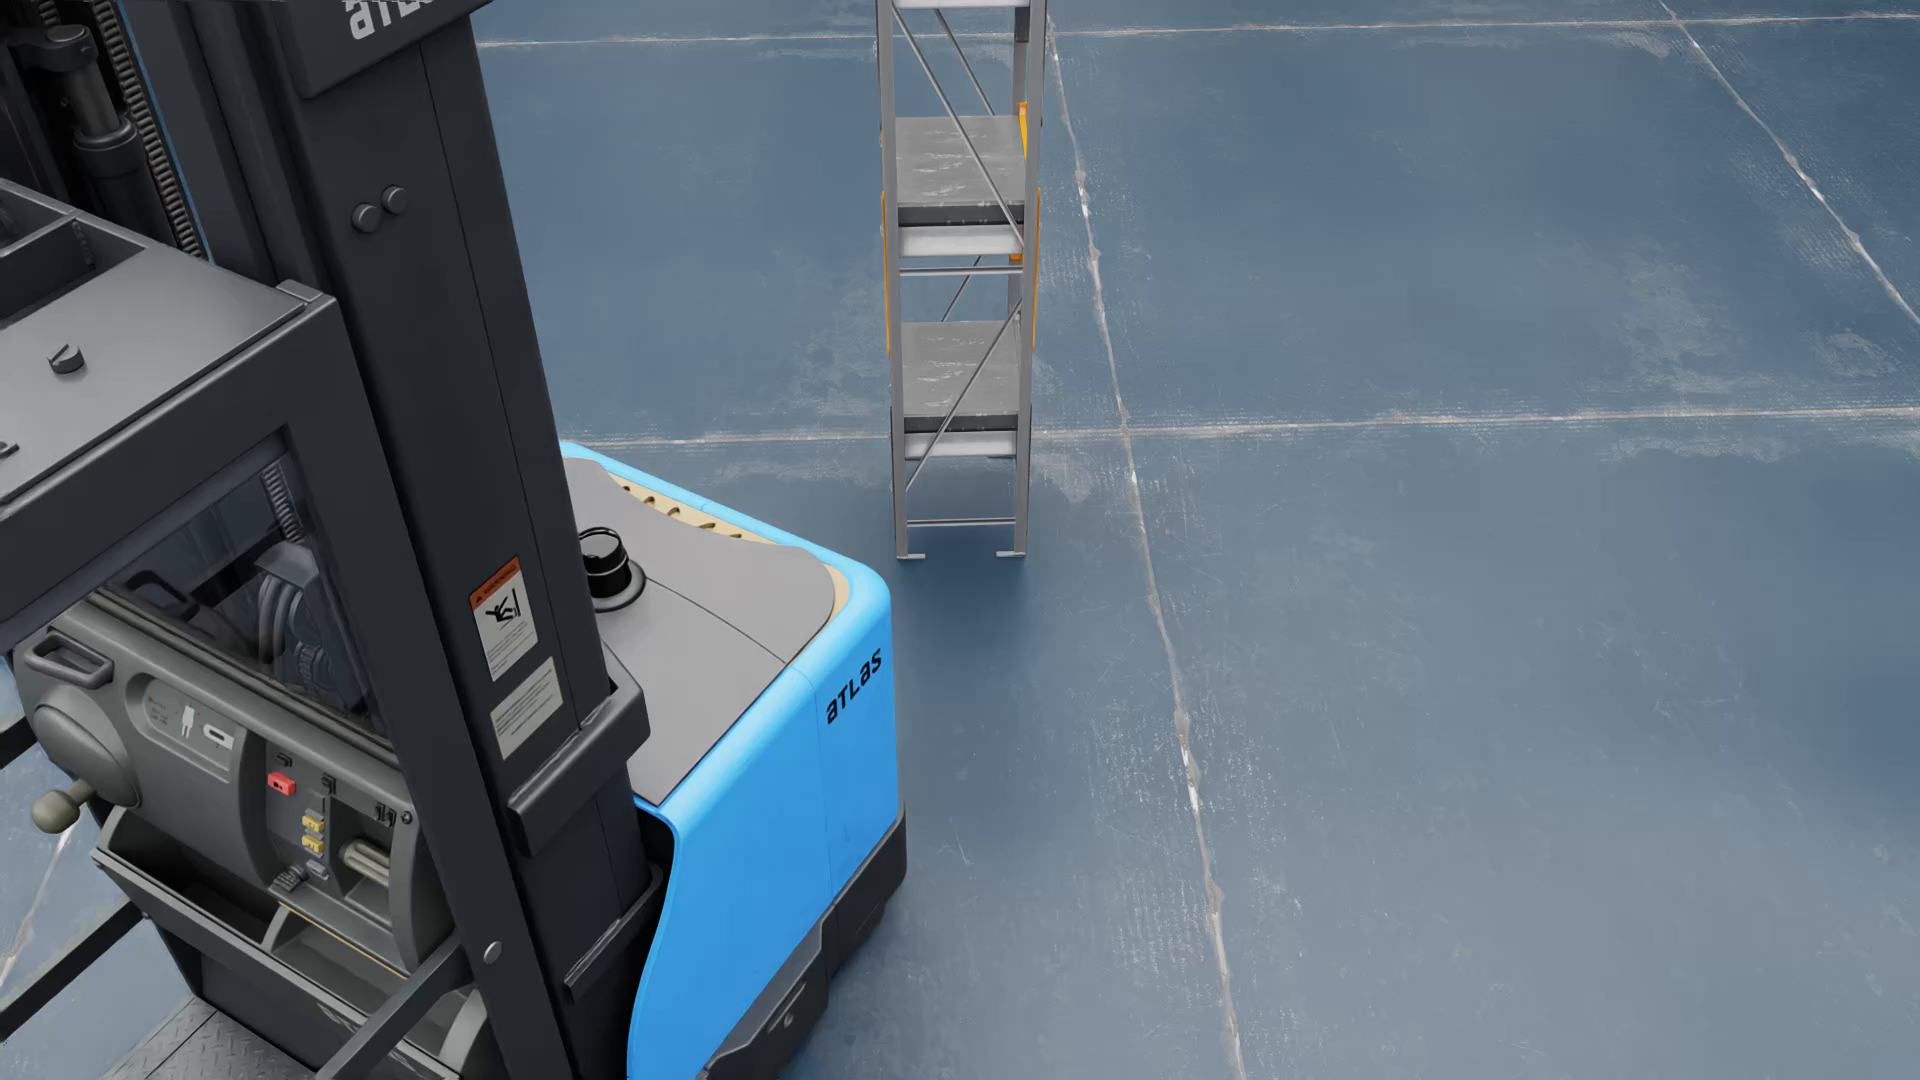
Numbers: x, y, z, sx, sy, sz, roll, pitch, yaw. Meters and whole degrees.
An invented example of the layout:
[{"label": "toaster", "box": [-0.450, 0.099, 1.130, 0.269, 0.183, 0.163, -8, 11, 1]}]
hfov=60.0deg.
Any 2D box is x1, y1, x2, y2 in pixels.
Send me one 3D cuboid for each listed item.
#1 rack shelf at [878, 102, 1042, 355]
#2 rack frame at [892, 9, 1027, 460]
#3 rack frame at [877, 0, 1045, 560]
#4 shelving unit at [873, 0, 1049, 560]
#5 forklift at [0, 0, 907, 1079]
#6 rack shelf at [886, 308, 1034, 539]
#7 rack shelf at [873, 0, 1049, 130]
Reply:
[{"label": "rack shelf", "box": [-0.007, -0.876, 4.672, 0.431, 0.518, 0.480, -2, 43, -2]}, {"label": "rack frame", "box": [-0.017, -1.051, 4.842, 0.400, 2.100, 0.015, -2, 43, -2]}, {"label": "rack frame", "box": [0.003, -0.721, 4.483, 0.400, 2.100, 0.015, -2, 43, -2]}, {"label": "shelving unit", "box": [-0.007, -0.886, 4.662, 0.431, 2.100, 0.503, -2, 43, -2]}, {"label": "forklift", "box": [-1.320, 0.477, 2.561, 1.130, 2.935, 3.031, 22, 47, 22]}, {"label": "rack shelf", "box": [-0.007, -0.360, 5.145, 0.431, 0.518, 0.480, -2, 43, -2]}, {"label": "rack shelf", "box": [-0.007, -1.392, 4.199, 0.431, 0.518, 0.480, -2, 43, -2]}]
